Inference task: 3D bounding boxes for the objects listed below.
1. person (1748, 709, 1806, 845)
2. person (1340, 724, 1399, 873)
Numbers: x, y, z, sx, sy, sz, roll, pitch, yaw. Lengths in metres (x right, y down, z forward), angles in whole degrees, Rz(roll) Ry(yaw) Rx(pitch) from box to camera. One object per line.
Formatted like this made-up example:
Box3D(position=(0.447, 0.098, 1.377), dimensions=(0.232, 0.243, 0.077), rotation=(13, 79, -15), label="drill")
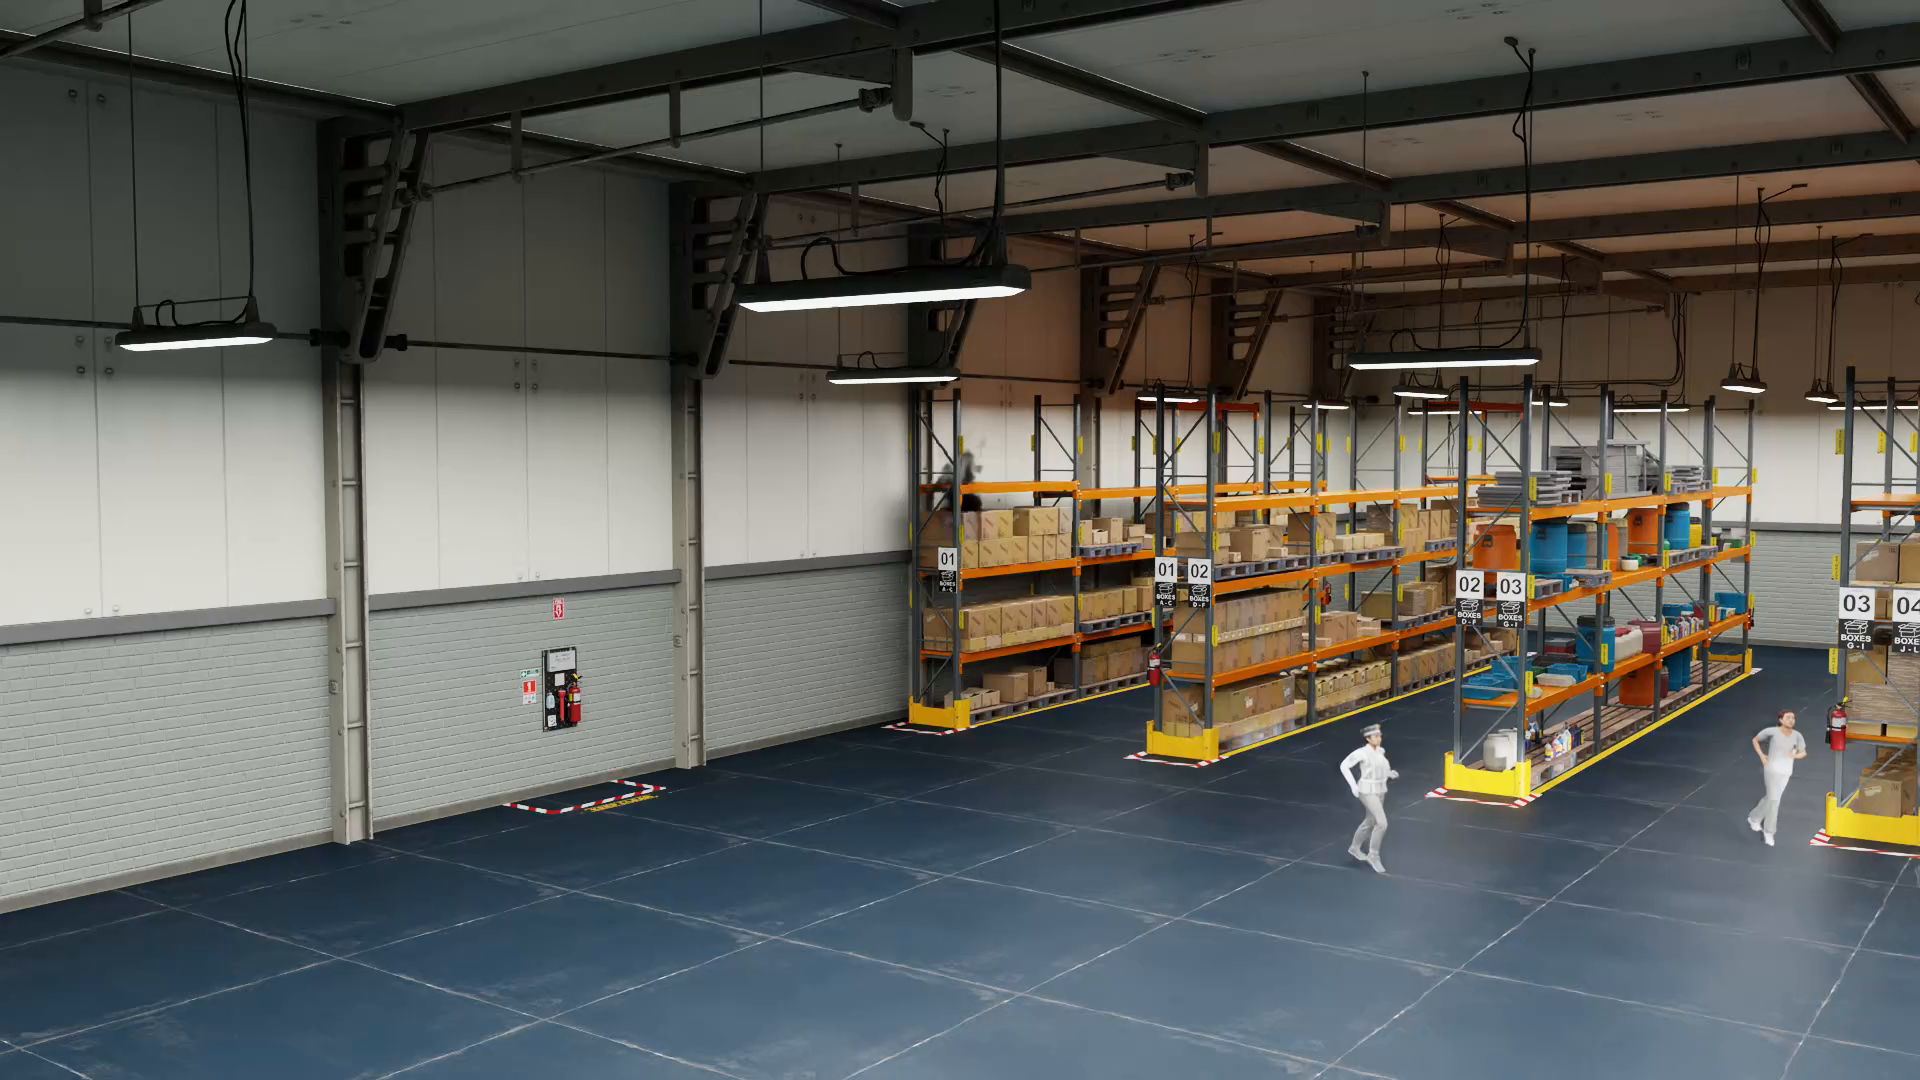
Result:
Box3D(position=(10.410, 2.984, 21.177), dimensions=(0.583, 1.719, 0.766), rotation=(0, 3, -3), label="person")
Box3D(position=(4.877, 3.038, 19.666), dimensions=(0.576, 1.749, 0.719), rotation=(-3, 4, -41), label="person")
